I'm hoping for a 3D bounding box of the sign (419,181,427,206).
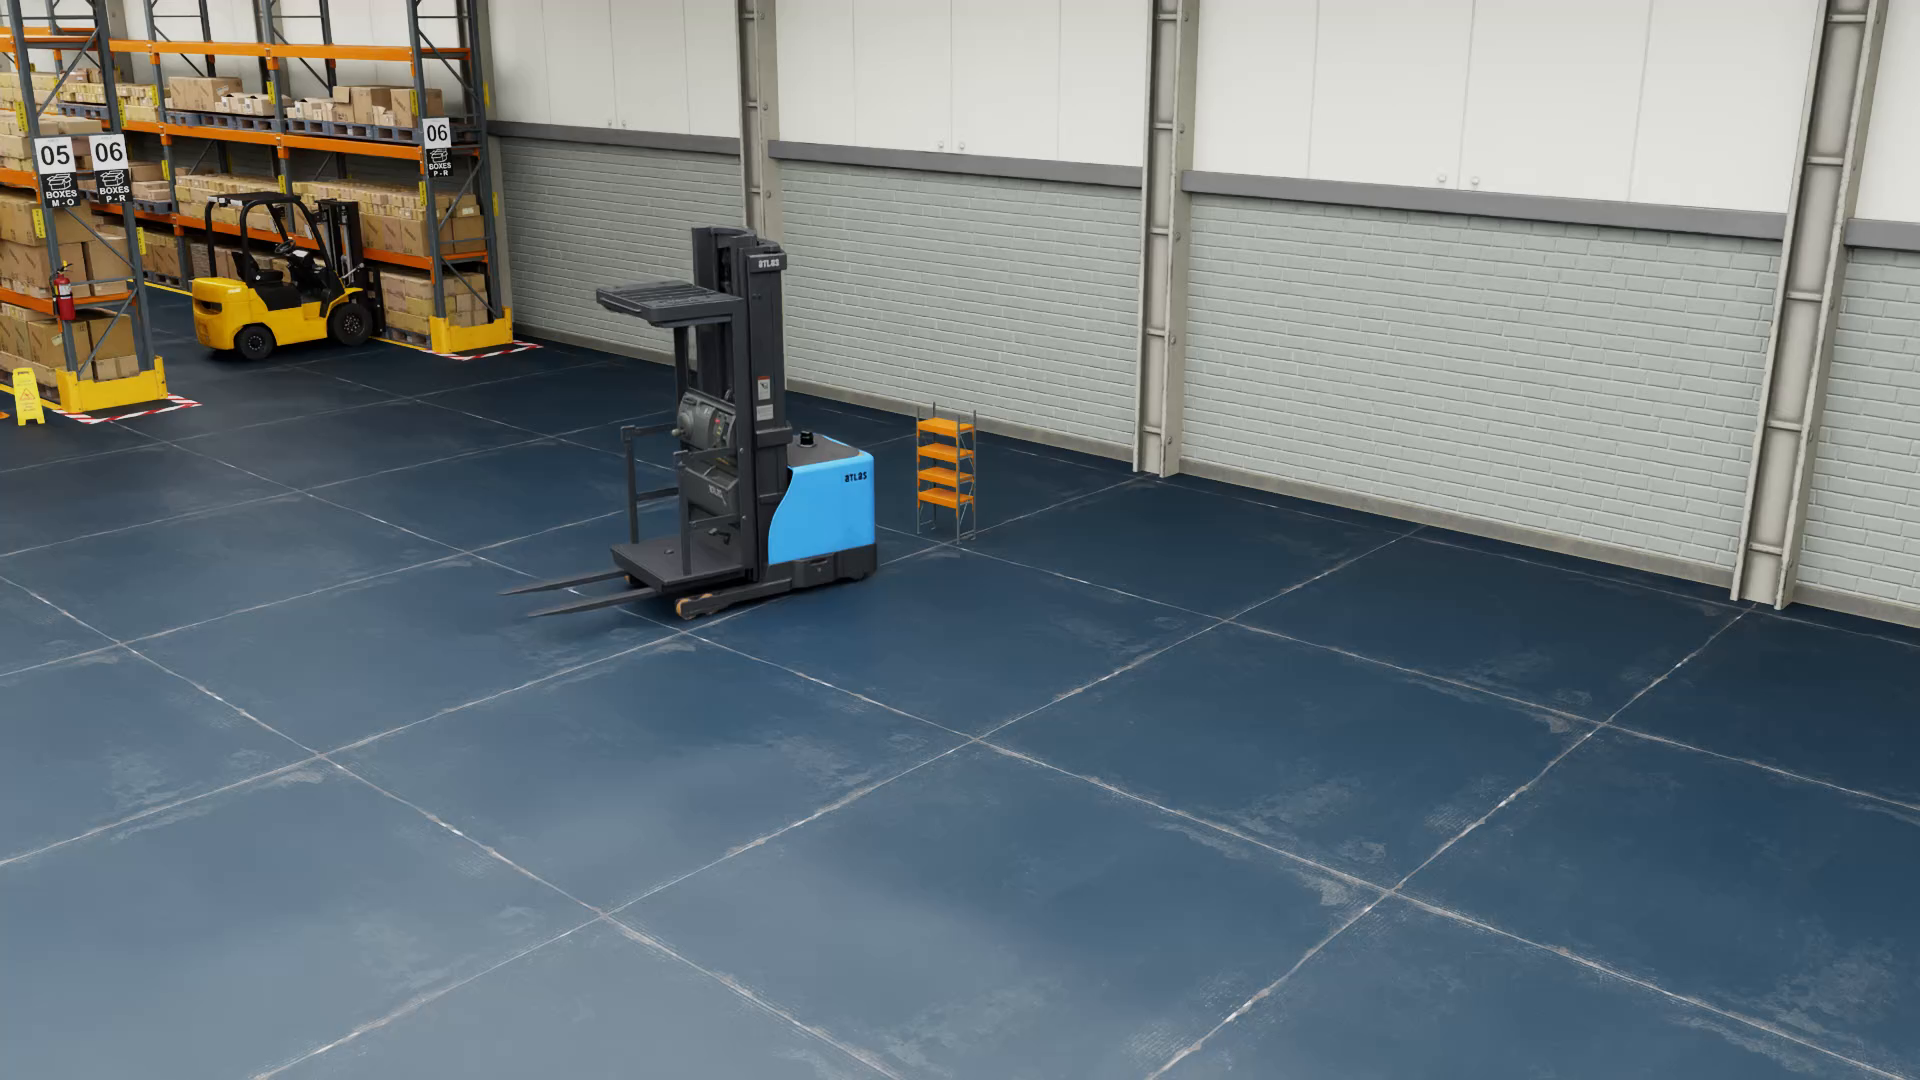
[{"bbox_3d":[-7.371,-4.757,22.836,0.005,0.325,0.100,15,23,39],"label":"sign"}]

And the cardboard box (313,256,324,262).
[{"bbox_3d":[-9.839,-4.213,25.627,0.500,0.250,0.500,15,23,38],"label":"cardboard box"}]

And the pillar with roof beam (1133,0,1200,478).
[{"bbox_3d":[-0.805,-4.032,12.939,0.400,9.000,9.100,15,23,39],"label":"pillar with roof beam"}]

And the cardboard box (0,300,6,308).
[{"bbox_3d":[-12.379,-3.073,21.375,0.250,0.149,0.380,17,24,42],"label":"cardboard box"}]

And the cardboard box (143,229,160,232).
[{"bbox_3d":[-14.495,-5.451,29.693,0.250,0.149,0.380,14,22,37],"label":"cardboard box"}]

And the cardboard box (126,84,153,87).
[{"bbox_3d":[-14.504,-7.984,29.414,0.250,0.149,0.380,16,23,41],"label":"cardboard box"}]

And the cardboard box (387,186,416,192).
[{"bbox_3d":[-8.248,-5.143,24.630,0.250,0.149,0.380,15,23,40],"label":"cardboard box"}]

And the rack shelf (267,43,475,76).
[{"bbox_3d":[-8.496,-6.939,23.952,4.000,0.370,1.077,15,23,39],"label":"rack shelf"}]

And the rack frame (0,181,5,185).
[{"bbox_3d":[-13.284,-3.891,22.414,0.127,3.000,1.000,15,23,39],"label":"rack frame"}]

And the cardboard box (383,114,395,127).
[{"bbox_3d":[-7.822,-5.867,23.238,0.250,0.149,0.380,14,22,38],"label":"cardboard box"}]

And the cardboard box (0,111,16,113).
[{"bbox_3d":[-12.240,-5.437,21.424,0.250,0.149,0.380,16,24,41],"label":"cardboard box"}]

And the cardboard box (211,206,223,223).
[{"bbox_3d":[-12.051,-5.398,27.411,0.500,0.250,0.500,14,22,38],"label":"cardboard box"}]

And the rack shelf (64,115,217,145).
[{"bbox_3d":[-14.480,-7.307,29.406,4.000,0.370,1.077,15,23,39],"label":"rack shelf"}]

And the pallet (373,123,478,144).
[{"bbox_3d":[-7.512,-5.747,23.450,1.213,0.211,1.003,15,23,39],"label":"pallet"}]

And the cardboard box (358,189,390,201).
[{"bbox_3d":[-8.559,-5.041,24.309,0.250,0.149,0.380,15,23,40],"label":"cardboard box"}]

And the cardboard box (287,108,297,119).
[{"bbox_3d":[-9.858,-6.414,24.960,0.250,0.149,0.380,16,23,40],"label":"cardboard box"}]

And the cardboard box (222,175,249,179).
[{"bbox_3d":[-12.183,-6.062,28.018,0.250,0.149,0.380,15,23,39],"label":"cardboard box"}]

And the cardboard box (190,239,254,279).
[{"bbox_3d":[-12.526,-4.758,28.377,0.625,0.625,0.875,16,24,41],"label":"cardboard box"}]

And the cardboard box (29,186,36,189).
[{"bbox_3d":[-17.763,-6.859,32.179,0.250,0.149,0.380,16,23,40],"label":"cardboard box"}]

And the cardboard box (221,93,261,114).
[{"bbox_3d":[-11.269,-6.894,26.206,0.500,0.311,0.500,14,22,37],"label":"cardboard box"}]

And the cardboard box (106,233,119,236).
[{"bbox_3d":[-15.358,-5.377,30.535,0.500,0.500,0.500,15,23,39],"label":"cardboard box"}]

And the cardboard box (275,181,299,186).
[{"bbox_3d":[-10.839,-5.709,26.905,0.250,0.149,0.380,15,23,39],"label":"cardboard box"}]

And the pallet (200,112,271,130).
[{"bbox_3d":[-11.579,-6.818,26.990,1.213,0.211,1.003,16,24,42],"label":"pallet"}]

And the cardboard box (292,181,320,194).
[{"bbox_3d":[-9.951,-5.383,25.384,0.250,0.149,0.380,16,23,40],"label":"cardboard box"}]

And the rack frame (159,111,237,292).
[{"bbox_3d":[-12.984,-5.818,28.486,0.127,3.000,1.000,15,23,39],"label":"rack frame"}]

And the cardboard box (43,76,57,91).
[{"bbox_3d":[-16.513,-8.407,30.613,0.500,0.250,0.500,15,23,39],"label":"cardboard box"}]

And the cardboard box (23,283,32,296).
[{"bbox_3d":[-11.155,-3.077,20.264,0.250,0.149,0.380,15,23,38],"label":"cardboard box"}]

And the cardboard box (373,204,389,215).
[{"bbox_3d":[-8.219,-4.781,23.979,0.250,0.149,0.380,14,22,38],"label":"cardboard box"}]

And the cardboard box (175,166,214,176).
[{"bbox_3d":[-13.265,-6.205,28.844,0.500,0.500,0.500,16,24,42],"label":"cardboard box"}]

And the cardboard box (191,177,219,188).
[{"bbox_3d":[-12.531,-5.945,27.649,0.250,0.149,0.380,16,24,41],"label":"cardboard box"}]

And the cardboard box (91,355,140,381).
[{"bbox_3d":[-10.712,-2.202,20.944,0.500,0.250,0.500,15,23,39],"label":"cardboard box"}]

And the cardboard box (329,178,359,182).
[{"bbox_3d":[-9.553,-5.518,25.810,0.250,0.149,0.380,15,23,39],"label":"cardboard box"}]

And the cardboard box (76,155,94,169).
[{"bbox_3d":[-10.325,-4.538,19.909,0.250,0.149,0.380,15,23,39],"label":"cardboard box"}]

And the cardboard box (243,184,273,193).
[{"bbox_3d":[-11.187,-5.589,26.525,0.250,0.149,0.380,14,23,38],"label":"cardboard box"}]

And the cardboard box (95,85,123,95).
[{"bbox_3d":[-14.853,-7.866,29.043,0.250,0.149,0.380,15,23,40],"label":"cardboard box"}]

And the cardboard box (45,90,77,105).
[{"bbox_3d":[-16.503,-8.162,30.667,0.500,0.250,0.500,15,23,39],"label":"cardboard box"}]

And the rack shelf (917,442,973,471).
[{"bbox_3d":[-0.124,-0.754,14.988,0.480,0.148,0.258,15,23,39],"label":"rack shelf"}]

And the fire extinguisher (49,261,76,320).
[{"bbox_3d":[-10.513,-2.924,19.494,0.183,0.674,0.296,15,23,39],"label":"fire extinguisher"}]

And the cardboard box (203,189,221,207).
[{"bbox_3d":[-12.061,-5.631,27.316,0.500,0.250,0.500,14,23,38],"label":"cardboard box"}]

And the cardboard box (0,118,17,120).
[{"bbox_3d":[-11.445,-5.000,20.047,0.250,0.149,0.380,15,23,39],"label":"cardboard box"}]

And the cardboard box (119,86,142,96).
[{"bbox_3d":[-14.218,-7.721,28.619,0.250,0.149,0.380,14,23,38],"label":"cardboard box"}]

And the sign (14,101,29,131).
[{"bbox_3d":[-10.676,-4.818,18.913,0.005,0.325,0.100,15,23,39],"label":"sign"}]

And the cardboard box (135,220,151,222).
[{"bbox_3d":[-15.309,-5.879,31.043,0.250,0.149,0.380,15,23,39],"label":"cardboard box"}]

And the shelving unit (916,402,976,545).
[{"bbox_3d":[-0.124,-0.605,15.035,0.503,1.200,0.258,15,23,39],"label":"shelving unit"}]

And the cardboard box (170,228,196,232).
[{"bbox_3d":[-13.956,-5.520,29.911,0.250,0.149,0.380,14,23,38],"label":"cardboard box"}]

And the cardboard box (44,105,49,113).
[{"bbox_3d":[-16.817,-8.042,30.951,0.250,0.149,0.380,16,24,41],"label":"cardboard box"}]

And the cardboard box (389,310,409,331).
[{"bbox_3d":[-7.927,-3.226,24.170,0.500,0.250,0.500,15,23,39],"label":"cardboard box"}]

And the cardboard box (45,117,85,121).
[{"bbox_3d":[-10.906,-5.074,20.280,0.250,0.149,0.380,15,23,39],"label":"cardboard box"}]

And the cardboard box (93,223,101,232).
[{"bbox_3d":[-15.884,-5.807,30.816,0.250,0.149,0.380,16,24,42],"label":"cardboard box"}]

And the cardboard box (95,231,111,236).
[{"bbox_3d":[-10.852,-3.539,20.646,0.500,0.500,0.500,16,24,41],"label":"cardboard box"}]

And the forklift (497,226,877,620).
[{"bbox_3d":[-2.206,-0.950,13.259,3.031,2.935,1.130,-12,21,-33],"label":"forklift"}]

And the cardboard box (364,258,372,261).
[{"bbox_3d":[-9.107,-4.228,25.673,0.500,0.250,0.500,15,23,38],"label":"cardboard box"}]

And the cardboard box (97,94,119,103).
[{"bbox_3d":[-14.850,-7.726,29.095,0.250,0.149,0.380,16,23,40],"label":"cardboard box"}]

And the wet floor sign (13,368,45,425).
[{"bbox_3d":[-10.860,-1.686,19.357,0.267,0.644,0.232,-9,20,-27],"label":"wet floor sign"}]

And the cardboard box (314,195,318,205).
[{"bbox_3d":[-9.520,-5.151,25.145,0.250,0.149,0.380,15,23,39],"label":"cardboard box"}]

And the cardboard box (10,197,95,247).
[{"bbox_3d":[-10.819,-3.807,19.840,0.500,0.500,0.700,14,23,38],"label":"cardboard box"}]

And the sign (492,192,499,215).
[{"bbox_3d":[-6.627,-4.787,23.674,0.005,0.325,0.100,15,23,39],"label":"sign"}]

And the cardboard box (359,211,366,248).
[{"bbox_3d":[-8.691,-4.607,24.503,0.500,0.500,0.500,15,23,40],"label":"cardboard box"}]

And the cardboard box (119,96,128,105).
[{"bbox_3d":[-14.354,-7.647,28.880,0.250,0.149,0.380,16,24,41],"label":"cardboard box"}]
